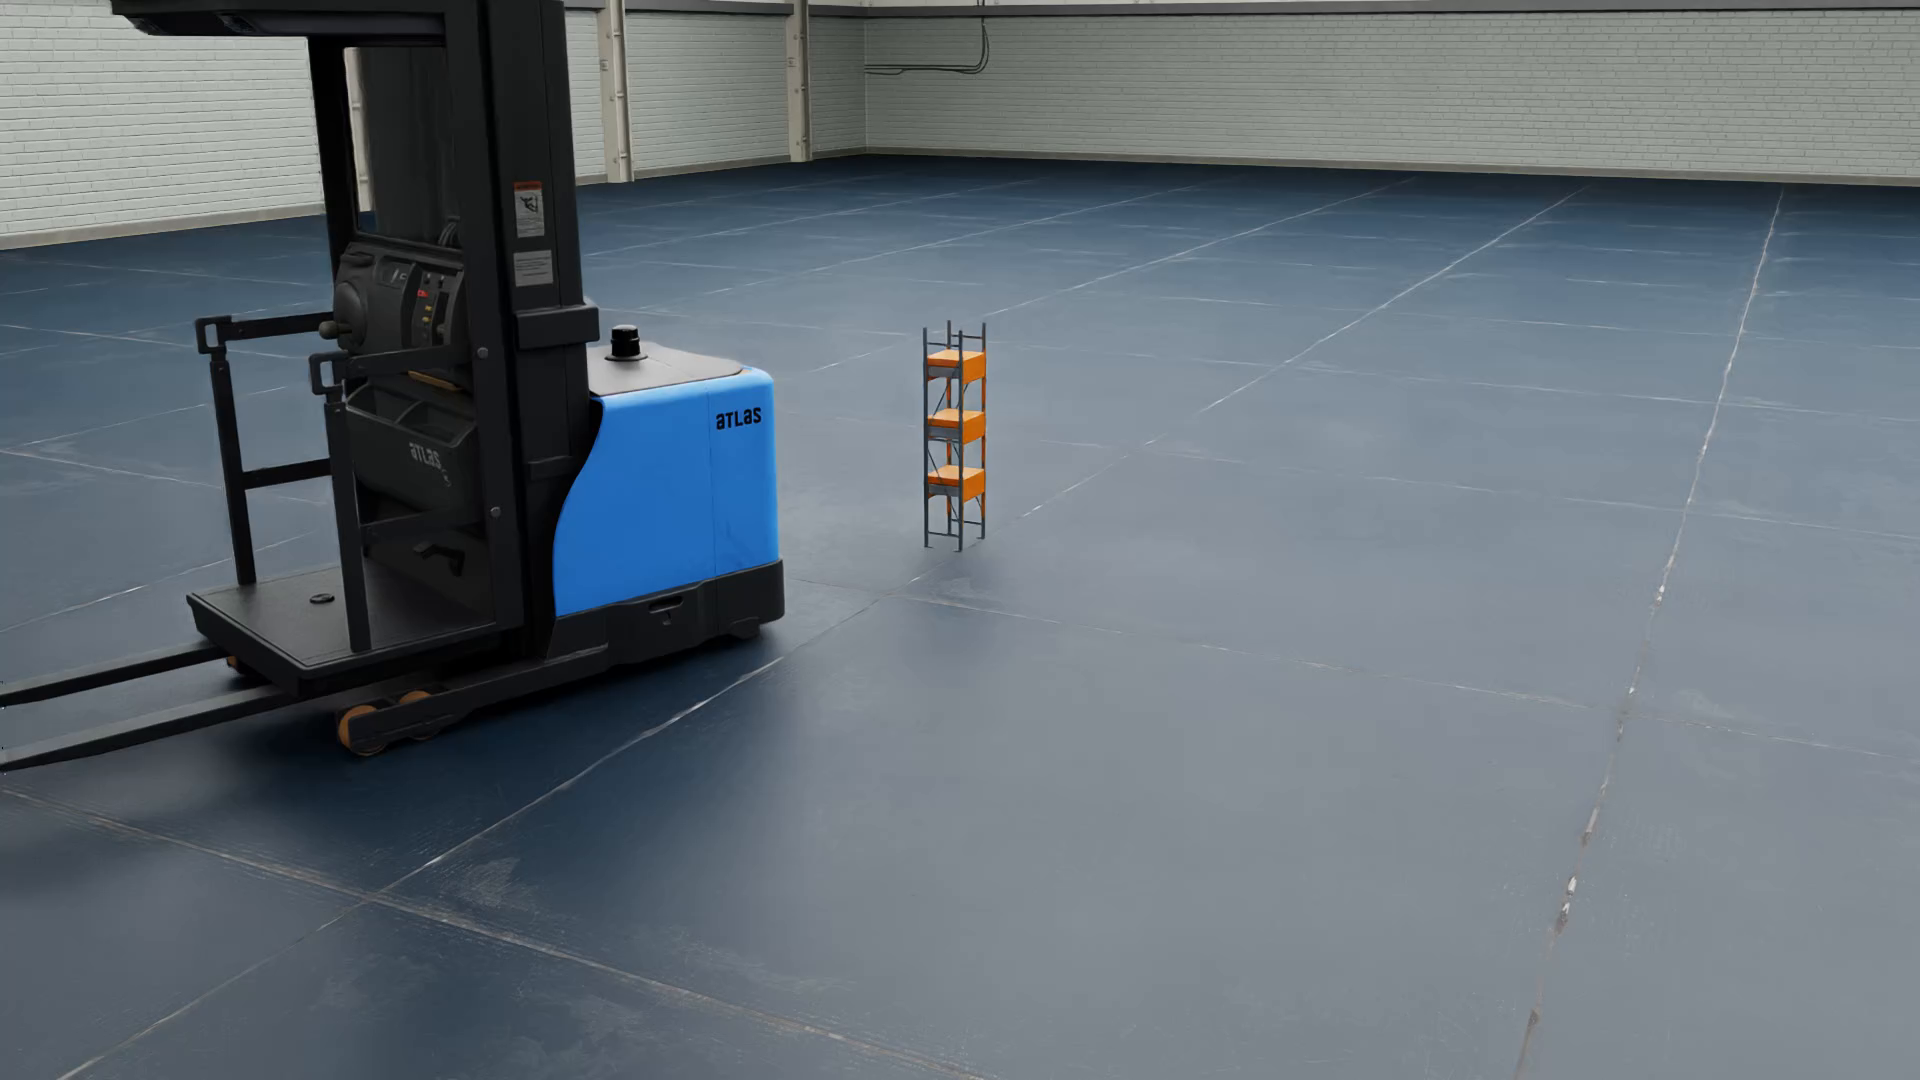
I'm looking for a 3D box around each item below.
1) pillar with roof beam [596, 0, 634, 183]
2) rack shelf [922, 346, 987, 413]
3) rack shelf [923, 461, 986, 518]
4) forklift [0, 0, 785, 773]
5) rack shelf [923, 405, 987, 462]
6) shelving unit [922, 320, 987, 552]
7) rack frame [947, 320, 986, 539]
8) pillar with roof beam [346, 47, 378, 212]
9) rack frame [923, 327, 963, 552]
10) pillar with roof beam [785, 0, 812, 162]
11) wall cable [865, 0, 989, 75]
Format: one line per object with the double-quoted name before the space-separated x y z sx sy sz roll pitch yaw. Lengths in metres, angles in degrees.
"pillar with roof beam" -2.117 -10.061 26.093 9.100 9.000 0.400 8 18 25
"rack shelf" -0.024 -0.752 7.751 0.215 0.259 0.240 8 18 25
"rack shelf" -0.024 -0.213 7.911 0.215 0.259 0.240 8 18 25
"forklift" -2.133 -0.847 5.727 3.031 2.935 1.130 -15 22 -41
"rack shelf" -0.024 -0.479 7.832 0.215 0.259 0.240 8 18 25
"shelving unit" -0.024 -0.490 7.829 0.215 1.050 0.252 8 18 25
"rack frame" 0.031 -0.521 7.934 0.200 1.050 0.008 8 18 25
"pillar with roof beam" -4.798 -8.533 20.948 9.100 9.000 0.400 8 18 25
"rack frame" -0.078 -0.459 7.724 0.200 1.050 0.008 8 18 25
"pillar with roof beam" 0.564 -11.589 31.239 9.100 9.000 0.400 8 18 25
"wall cable" -0.787 -11.231 35.485 3.097 2.526 0.112 8 18 25
